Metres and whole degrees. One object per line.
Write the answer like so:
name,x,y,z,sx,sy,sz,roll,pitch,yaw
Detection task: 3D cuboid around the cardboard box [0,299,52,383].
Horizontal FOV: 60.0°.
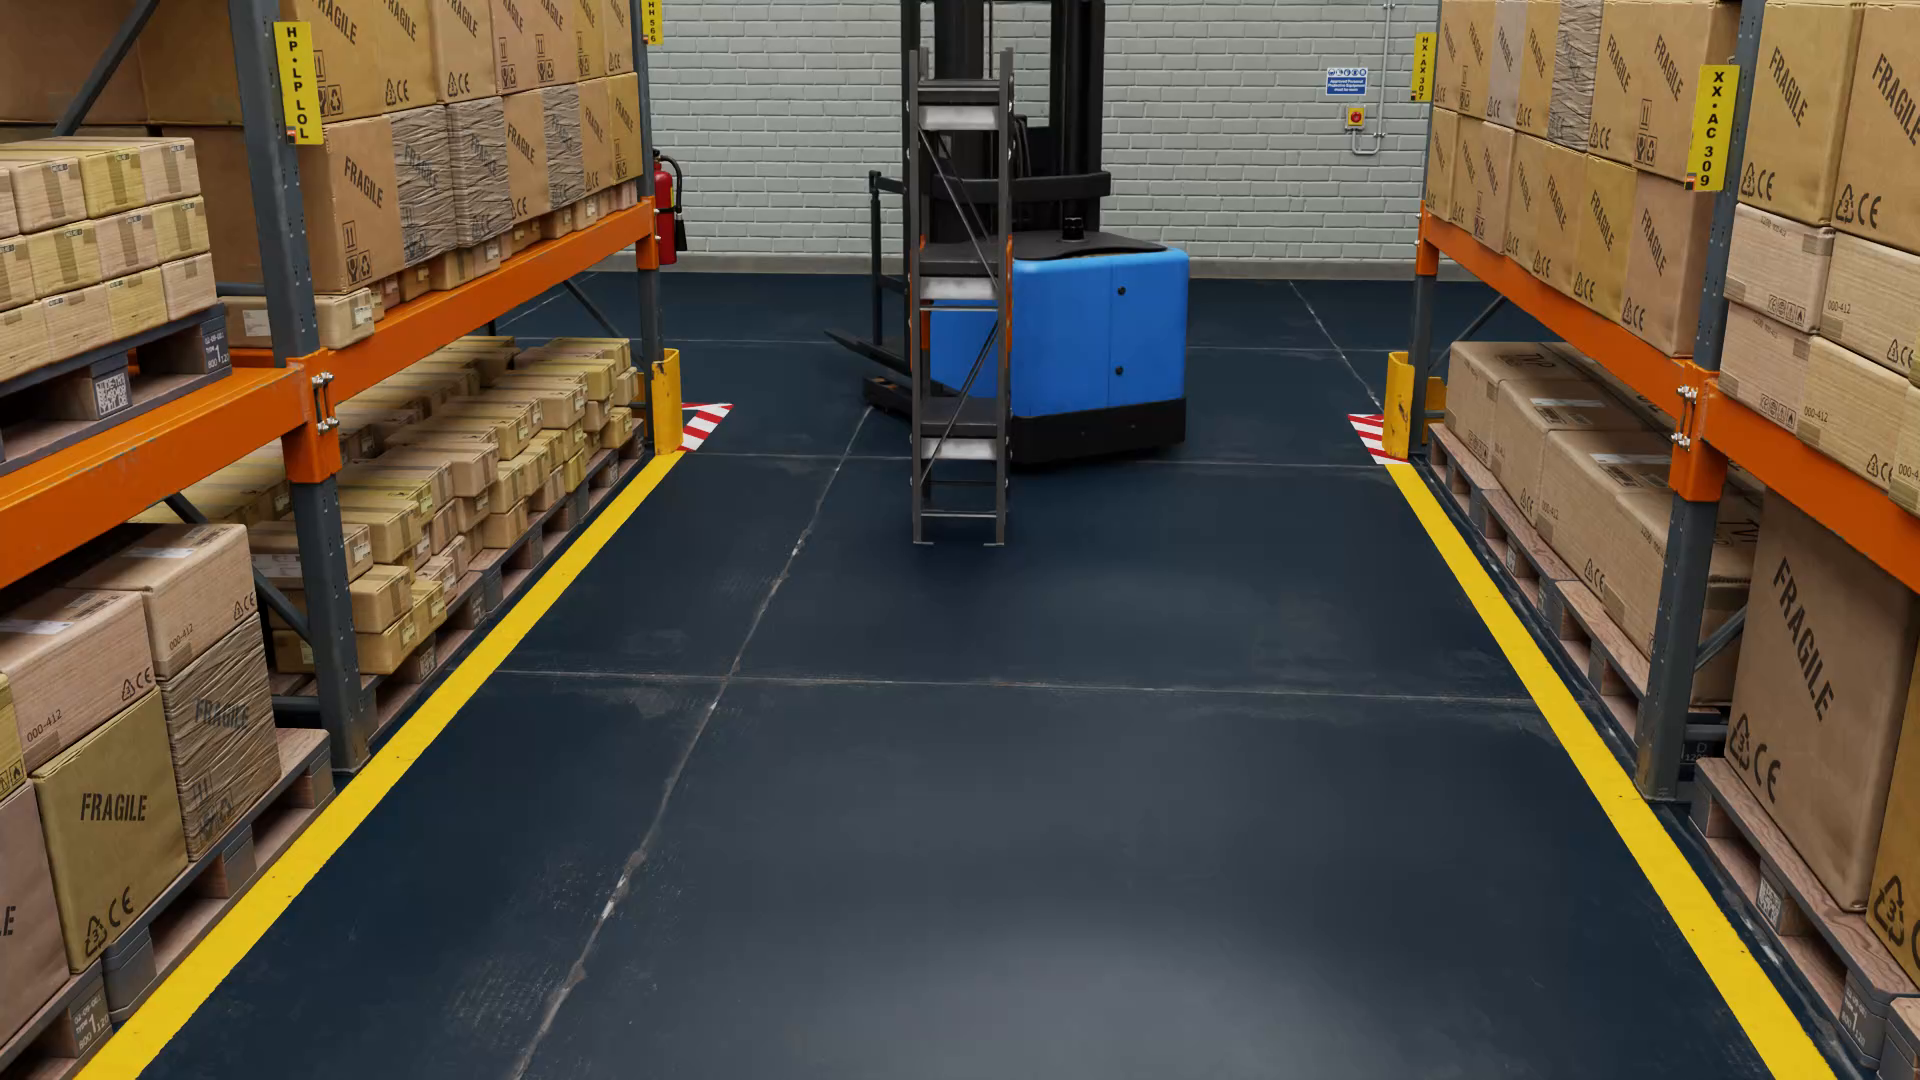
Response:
cardboard box,-2.266,-0.437,3.668,0.380,0.149,0.250,0,18,1

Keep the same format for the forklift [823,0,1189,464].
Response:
forklift,0.079,-2.191,9.402,1.130,2.935,3.031,-9,20,-25

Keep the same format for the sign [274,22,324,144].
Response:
sign,-1.825,-1.259,4.589,0.100,0.325,0.005,1,18,4

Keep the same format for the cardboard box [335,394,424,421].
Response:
cardboard box,-2.543,-0.526,7.159,0.380,0.149,0.250,2,18,5

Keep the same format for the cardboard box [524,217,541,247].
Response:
cardboard box,-2.013,-1.338,7.091,0.380,0.149,0.250,1,18,2

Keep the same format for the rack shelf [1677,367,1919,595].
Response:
rack shelf,2.423,0.322,2.779,1.077,0.370,4.000,1,18,4

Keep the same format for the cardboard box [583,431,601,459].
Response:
cardboard box,-1.944,-0.477,7.966,0.380,0.149,0.250,1,18,4

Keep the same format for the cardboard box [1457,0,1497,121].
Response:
cardboard box,2.504,-2.103,7.257,0.500,0.500,0.500,1,18,2

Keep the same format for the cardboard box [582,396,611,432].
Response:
cardboard box,-1.880,-0.617,7.915,0.380,0.149,0.250,1,18,2

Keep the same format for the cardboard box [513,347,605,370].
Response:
cardboard box,-1.952,-0.843,8.128,0.380,0.149,0.250,2,18,5

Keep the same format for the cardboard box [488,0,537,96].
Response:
cardboard box,-1.976,-1.996,6.452,0.500,0.500,0.500,1,18,2

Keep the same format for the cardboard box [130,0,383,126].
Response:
cardboard box,-2.103,-1.519,4.998,0.500,0.500,0.500,2,18,5

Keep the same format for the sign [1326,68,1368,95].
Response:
sign,3.190,-3.784,13.719,0.327,0.218,0.001,1,18,4

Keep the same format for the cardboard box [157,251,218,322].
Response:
cardboard box,-2.209,-0.673,4.388,0.380,0.149,0.250,1,18,3

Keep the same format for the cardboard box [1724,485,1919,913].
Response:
cardboard box,2.601,0.363,4.235,0.875,0.875,0.875,2,18,6

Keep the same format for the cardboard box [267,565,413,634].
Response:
cardboard box,-2.033,0.188,5.458,0.380,0.149,0.250,2,18,6

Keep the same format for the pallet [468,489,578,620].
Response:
pallet,-2.281,0.016,7.037,1.003,0.211,1.213,1,18,4

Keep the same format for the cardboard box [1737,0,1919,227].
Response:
cardboard box,2.248,-1.034,3.994,0.500,0.500,0.500,1,18,5

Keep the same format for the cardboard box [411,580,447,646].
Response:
cardboard box,-2.013,0.246,5.758,0.380,0.149,0.250,2,18,6

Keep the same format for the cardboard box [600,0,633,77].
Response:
cardboard box,-1.876,-2.479,7.927,0.500,0.500,0.500,1,18,3

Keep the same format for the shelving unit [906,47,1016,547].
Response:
shelving unit,0.012,-1.049,7.253,0.431,2.100,0.503,1,18,4

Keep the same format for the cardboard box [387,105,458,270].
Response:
cardboard box,-2.063,-1.211,5.664,0.500,0.500,0.500,1,18,4

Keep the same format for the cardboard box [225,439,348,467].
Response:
cardboard box,-2.599,-0.287,6.430,0.380,0.149,0.250,0,18,1

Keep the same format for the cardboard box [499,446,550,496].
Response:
cardboard box,-1.934,-0.291,6.919,0.380,0.149,0.250,1,18,4

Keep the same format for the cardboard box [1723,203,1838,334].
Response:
cardboard box,2.253,-0.677,4.110,0.500,0.250,0.500,1,18,2

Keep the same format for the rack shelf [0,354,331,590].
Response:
rack shelf,-2.522,0.243,3.020,1.077,0.370,4.000,1,18,4

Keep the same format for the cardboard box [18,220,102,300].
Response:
cardboard box,-2.248,-0.655,3.856,0.380,0.149,0.250,2,18,6

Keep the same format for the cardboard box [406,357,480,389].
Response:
cardboard box,-2.514,-0.771,7.908,0.380,0.149,0.250,1,18,4

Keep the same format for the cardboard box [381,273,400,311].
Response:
cardboard box,-2.121,-0.847,5.596,0.380,0.149,0.250,0,18,1

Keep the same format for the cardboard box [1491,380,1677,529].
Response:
cardboard box,2.848,-0.374,7.187,0.875,0.438,0.875,2,18,5

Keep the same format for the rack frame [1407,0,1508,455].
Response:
rack frame,2.853,-1.884,8.354,1.000,3.000,0.127,1,18,4

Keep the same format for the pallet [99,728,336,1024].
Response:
pallet,-2.433,0.847,4.500,1.003,0.211,1.213,1,18,4

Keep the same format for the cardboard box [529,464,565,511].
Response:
cardboard box,-1.944,-0.235,7.227,0.380,0.149,0.250,2,18,5

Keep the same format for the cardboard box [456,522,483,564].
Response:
cardboard box,-2.094,0.004,6.499,0.380,0.149,0.250,1,18,2

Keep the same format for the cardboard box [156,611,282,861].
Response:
cardboard box,-2.180,0.503,4.409,0.500,0.500,0.500,1,18,3

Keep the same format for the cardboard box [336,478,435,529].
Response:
cardboard box,-2.099,-0.114,5.902,0.380,0.149,0.250,1,18,3

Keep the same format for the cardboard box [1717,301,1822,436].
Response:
cardboard box,2.271,-0.439,4.187,0.500,0.250,0.500,1,18,3

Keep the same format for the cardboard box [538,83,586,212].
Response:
cardboard box,-1.936,-1.689,7.121,0.500,0.500,0.500,1,18,4

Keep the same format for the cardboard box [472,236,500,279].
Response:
cardboard box,-1.986,-1.092,6.341,0.380,0.149,0.250,2,18,6

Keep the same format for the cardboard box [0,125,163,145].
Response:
cardboard box,-2.626,-1.066,5.220,0.500,0.500,0.500,1,18,4

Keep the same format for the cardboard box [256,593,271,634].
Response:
cardboard box,-2.588,0.227,5.818,0.380,0.149,0.250,2,18,5

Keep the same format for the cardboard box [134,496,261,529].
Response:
cardboard box,-2.634,-0.044,5.690,0.380,0.149,0.250,2,18,5

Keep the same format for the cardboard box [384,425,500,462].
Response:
cardboard box,-2.066,-0.359,6.651,0.380,0.149,0.250,1,18,2

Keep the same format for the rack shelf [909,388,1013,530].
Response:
rack shelf,0.012,-0.371,7.475,0.431,0.518,0.480,1,18,4

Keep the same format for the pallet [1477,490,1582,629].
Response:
pallet,2.783,0.070,6.872,1.003,0.211,1.213,1,18,4

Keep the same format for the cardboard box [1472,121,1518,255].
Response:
cardboard box,2.469,-1.473,6.941,0.500,0.500,0.500,1,18,4

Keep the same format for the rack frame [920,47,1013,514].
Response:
rack frame,0.029,-1.125,7.484,0.400,2.100,0.015,1,18,4

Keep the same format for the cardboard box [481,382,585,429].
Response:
cardboard box,-1.890,-0.596,7.374,0.380,0.149,0.250,2,18,6

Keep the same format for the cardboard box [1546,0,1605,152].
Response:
cardboard box,2.396,-1.632,5.821,0.500,0.500,0.500,2,18,5

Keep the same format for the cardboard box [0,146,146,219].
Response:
cardboard box,-2.231,-0.871,4.037,0.380,0.149,0.250,1,18,2

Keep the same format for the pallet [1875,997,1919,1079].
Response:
pallet,2.501,1.305,3.101,1.003,0.211,1.213,1,18,4

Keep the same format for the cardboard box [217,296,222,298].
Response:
cardboard box,-2.603,-0.859,5.631,0.380,0.149,0.250,2,18,6

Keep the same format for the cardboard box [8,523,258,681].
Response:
cardboard box,-2.180,0.149,4.288,0.500,0.250,0.500,1,18,2

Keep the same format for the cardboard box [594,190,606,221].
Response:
cardboard box,-1.891,-1.581,7.834,0.380,0.149,0.250,1,18,3

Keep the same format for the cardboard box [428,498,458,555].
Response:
cardboard box,-2.101,-0.053,6.193,0.380,0.149,0.250,0,18,1

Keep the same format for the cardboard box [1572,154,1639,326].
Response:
cardboard box,2.376,-0.998,5.492,0.500,0.500,0.500,1,18,3
